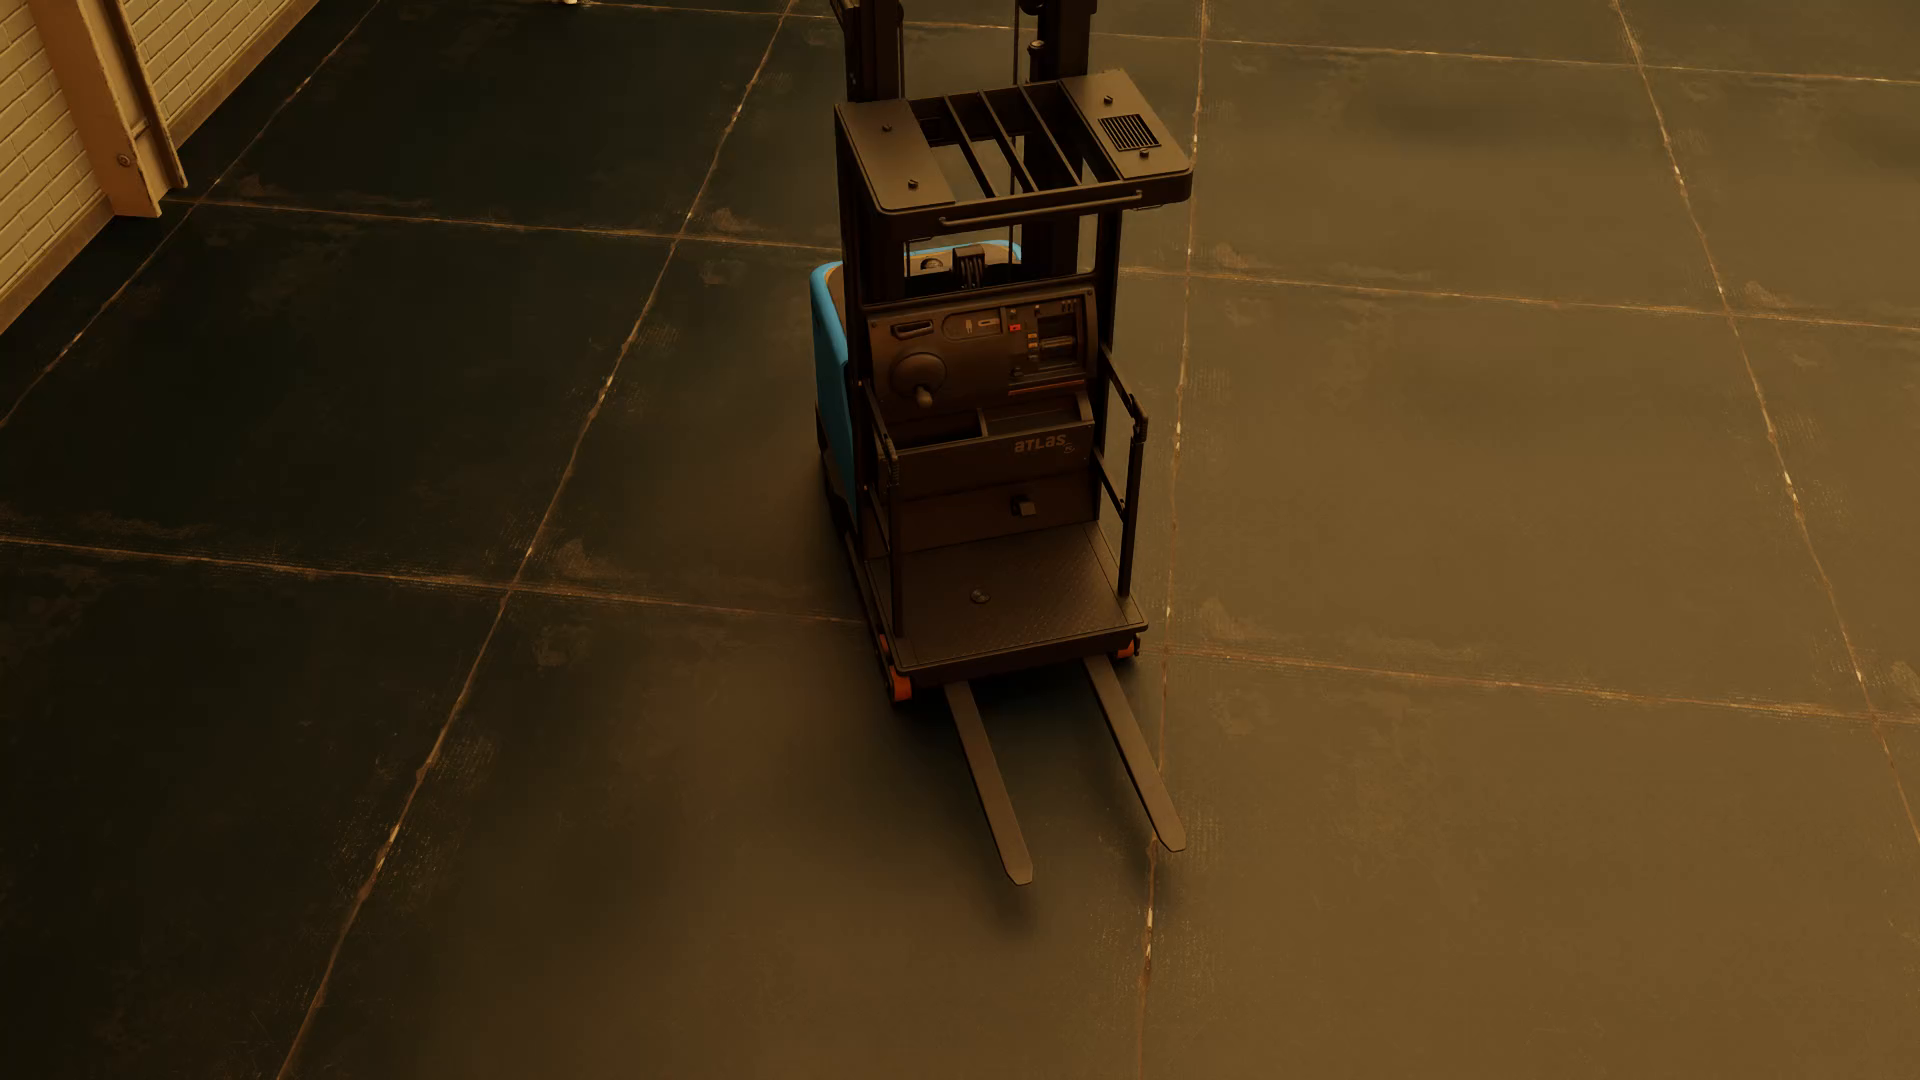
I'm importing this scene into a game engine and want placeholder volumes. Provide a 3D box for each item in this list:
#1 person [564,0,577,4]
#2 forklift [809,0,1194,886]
[{"bbox_3d":[-2.866,-4.601,11.656,0.549,1.664,0.549,-14,44,-15],"label":"person"},{"bbox_3d":[0.153,-0.681,6.465,1.130,2.935,3.031,-10,44,-11],"label":"forklift"}]
